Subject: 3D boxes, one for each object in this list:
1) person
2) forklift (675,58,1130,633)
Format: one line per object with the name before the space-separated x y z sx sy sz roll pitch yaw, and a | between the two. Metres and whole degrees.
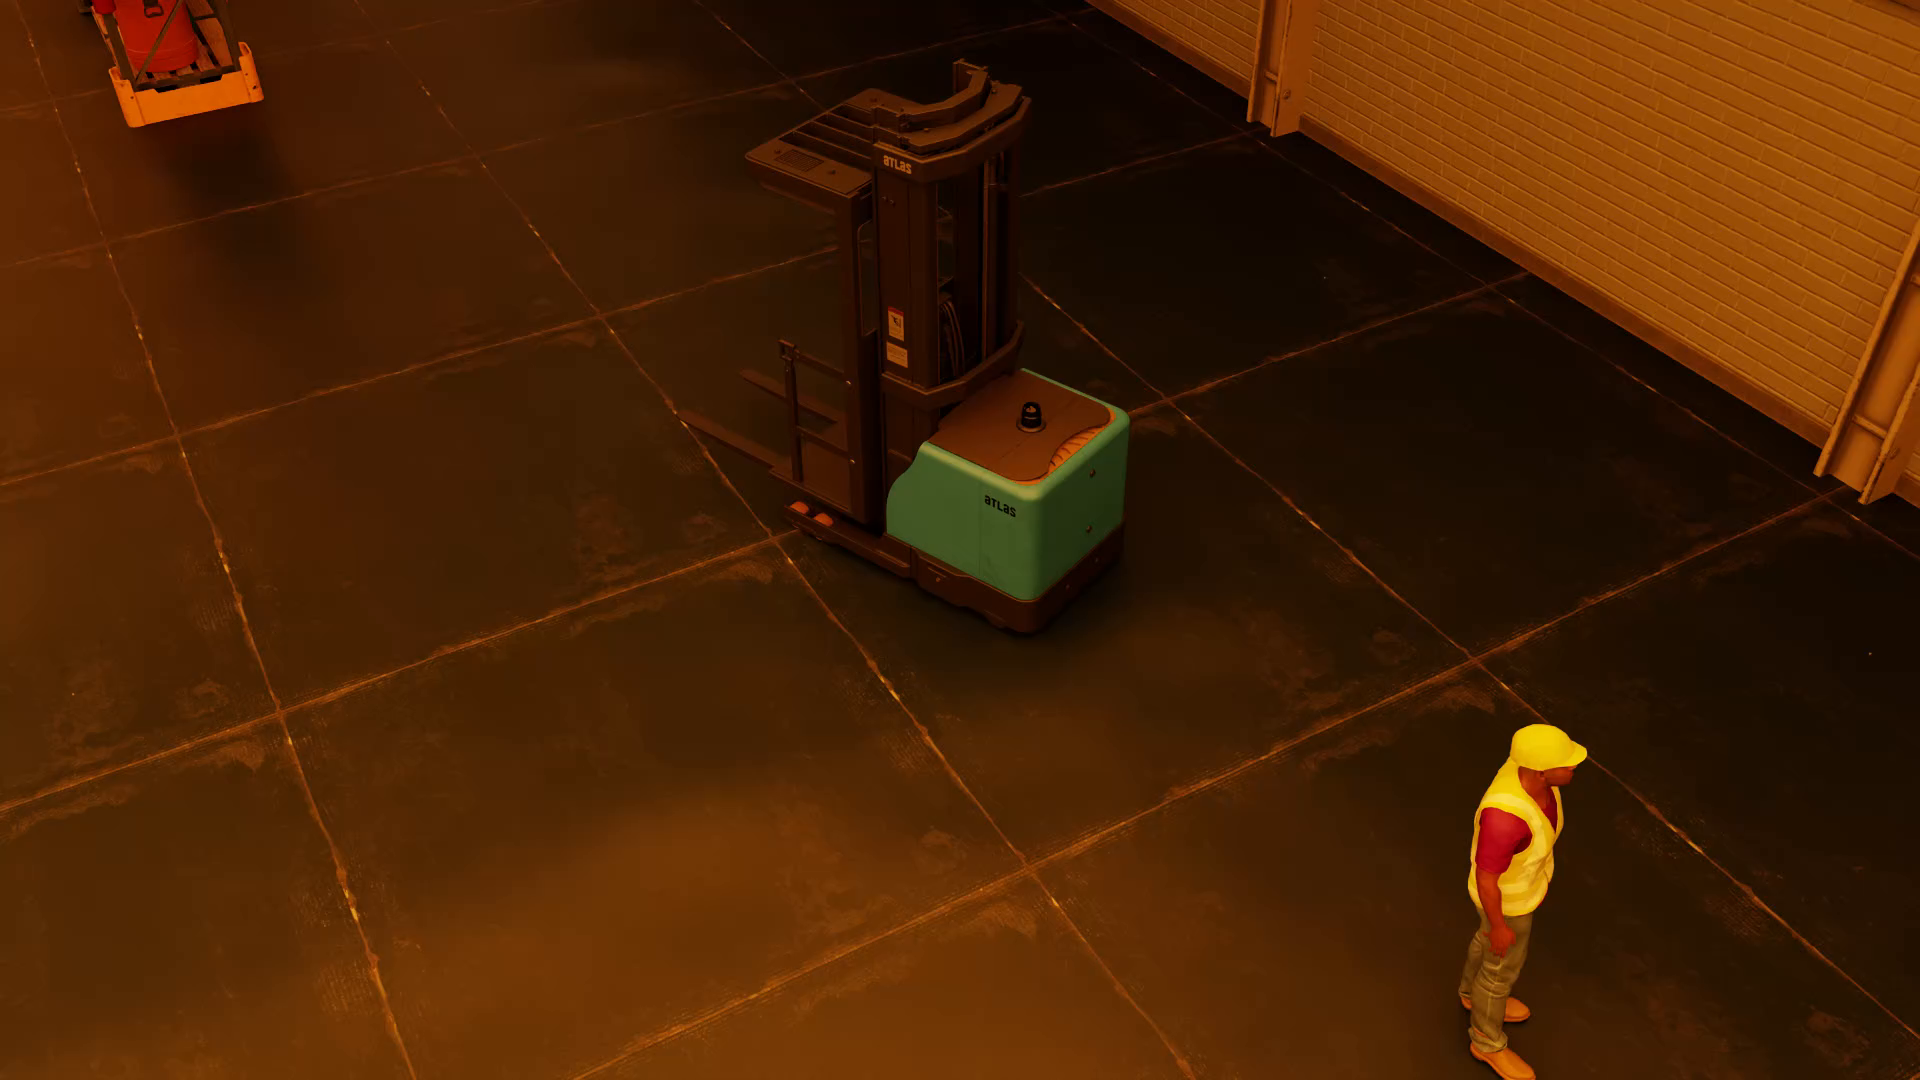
person | 2.437 1.503 7.126 0.576 1.765 0.666 20 44 23
forklift | -0.481 -1.366 9.683 3.031 2.935 1.130 26 46 28
